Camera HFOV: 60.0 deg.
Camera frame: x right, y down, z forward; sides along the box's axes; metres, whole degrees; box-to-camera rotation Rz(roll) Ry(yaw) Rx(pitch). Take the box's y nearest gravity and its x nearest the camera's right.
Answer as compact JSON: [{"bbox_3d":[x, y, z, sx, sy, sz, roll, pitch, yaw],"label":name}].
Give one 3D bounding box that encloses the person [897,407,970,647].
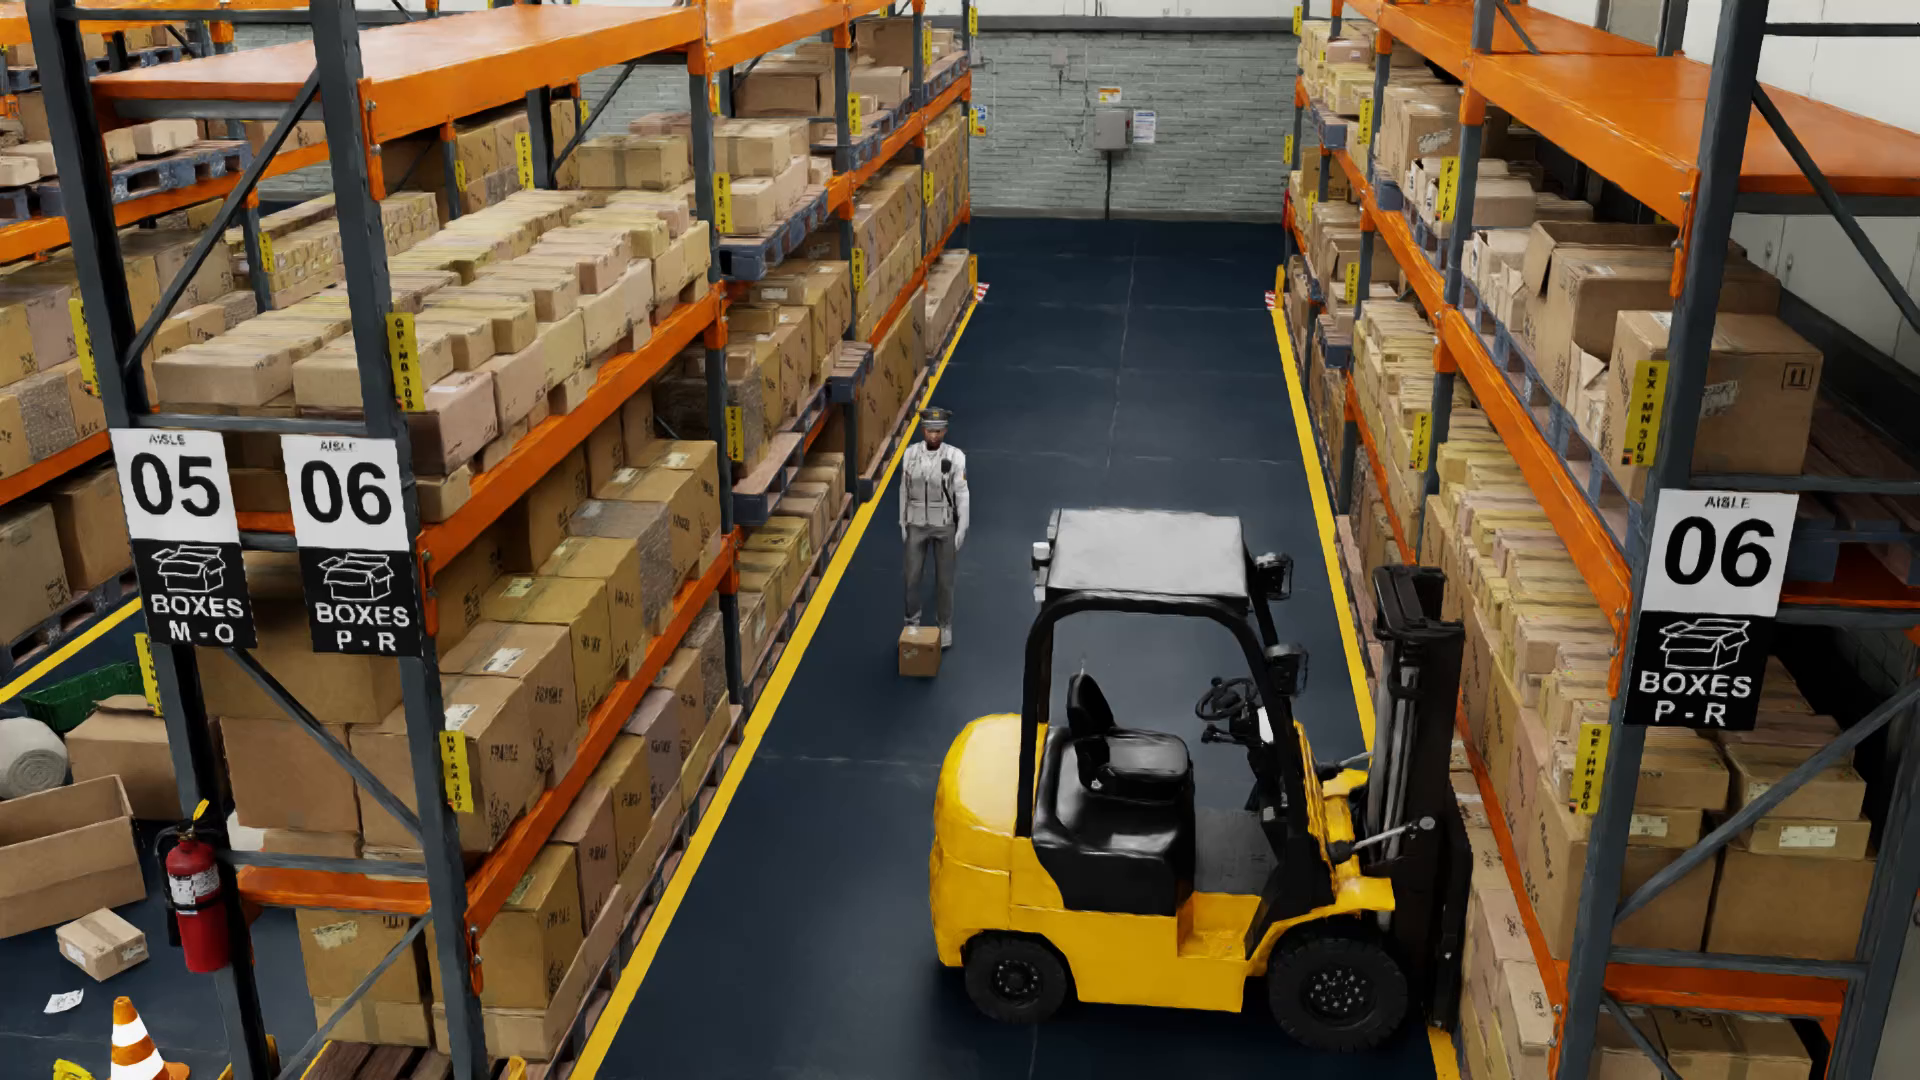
[{"bbox_3d":[-0.181,-0.095,11.293,0.489,1.689,0.374,4,22,9],"label":"person"}]
